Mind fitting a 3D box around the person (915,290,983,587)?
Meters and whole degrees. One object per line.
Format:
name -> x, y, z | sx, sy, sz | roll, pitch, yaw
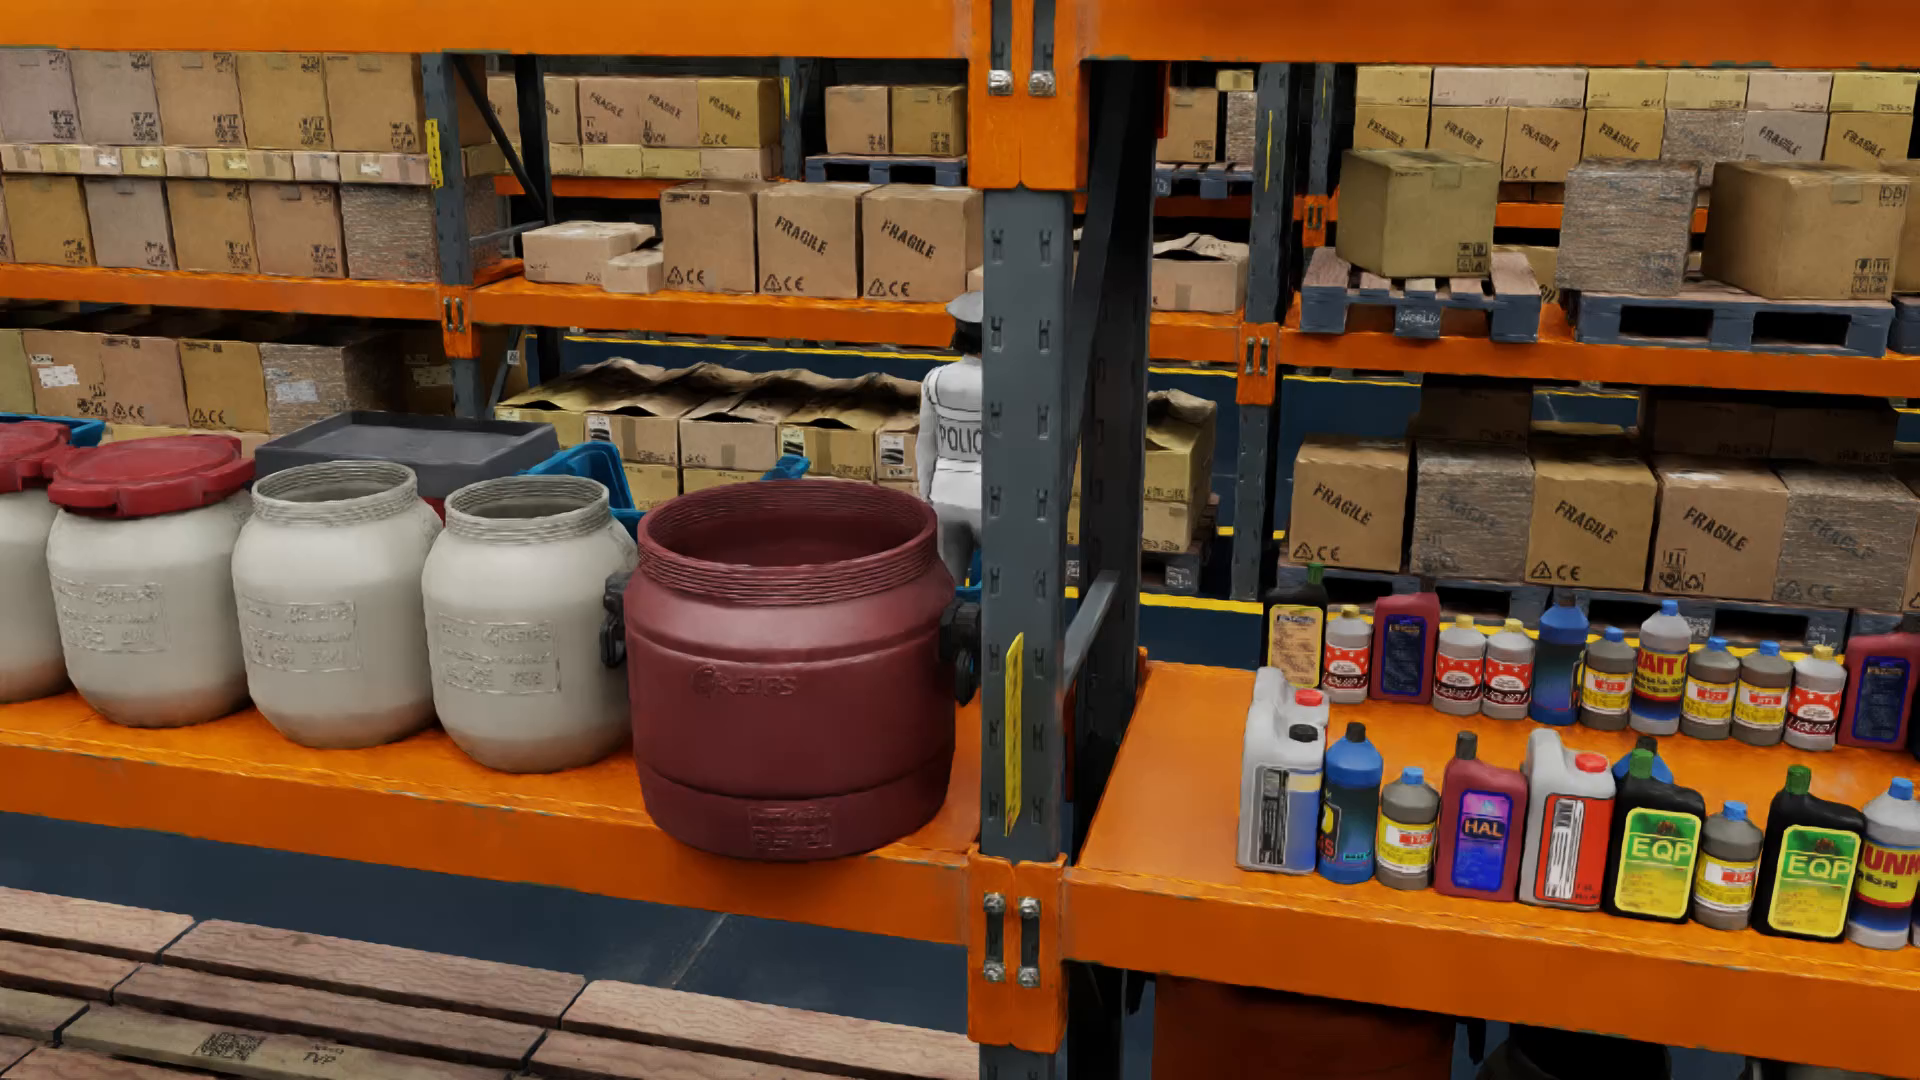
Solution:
person -> 0.115, -0.103, 6.273 | 0.601, 1.668, 0.553 | 8, 20, 23
